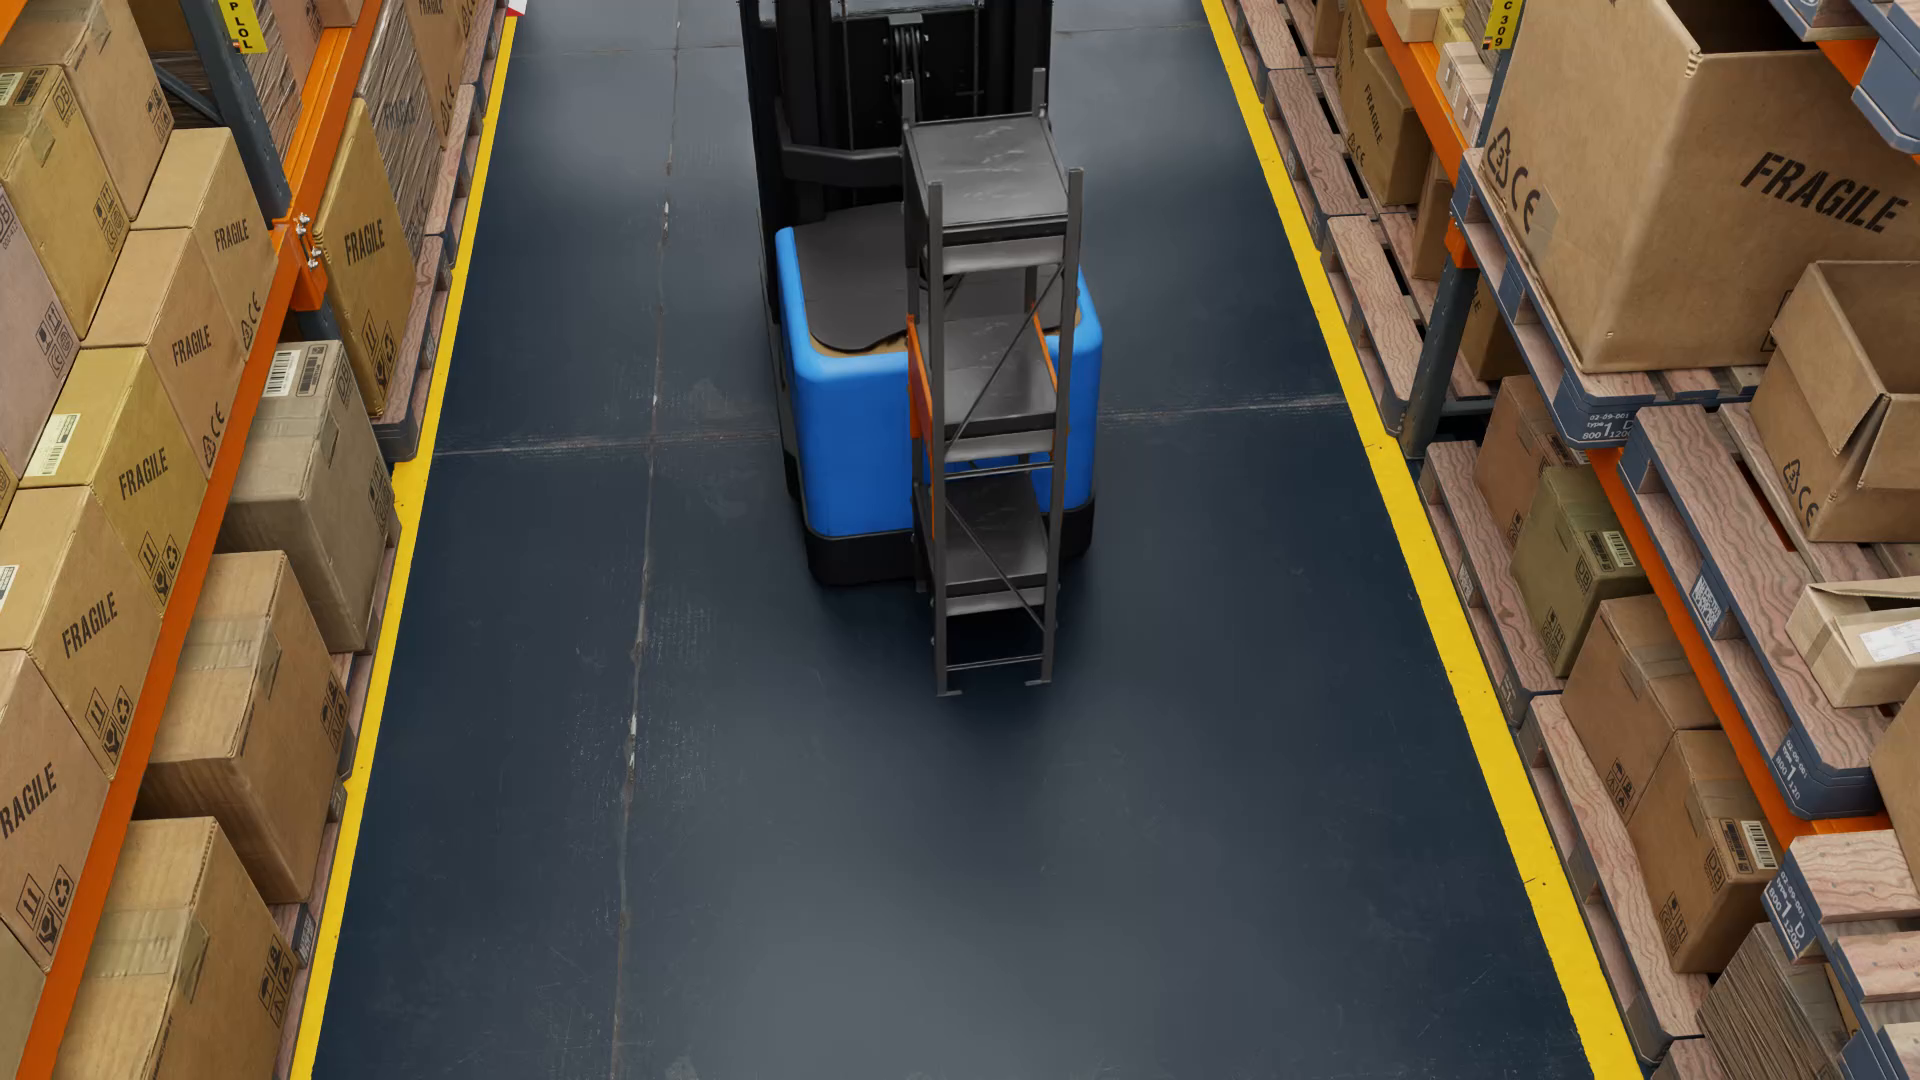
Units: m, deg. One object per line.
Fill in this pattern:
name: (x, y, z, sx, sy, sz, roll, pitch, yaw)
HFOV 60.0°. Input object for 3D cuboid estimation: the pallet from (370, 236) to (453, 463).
pallet: (-2.688, -0.784, 6.847, 1.003, 0.211, 1.213, -3, 47, -3)

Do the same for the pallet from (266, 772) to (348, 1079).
pallet: (-2.458, 1.209, 4.959, 1.003, 0.211, 1.213, -3, 47, -3)

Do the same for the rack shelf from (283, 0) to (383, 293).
rack shelf: (-2.870, -2.388, 6.941, 1.077, 0.370, 4.000, -3, 47, -3)

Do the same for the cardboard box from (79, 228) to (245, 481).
cardboard box: (-2.350, -0.495, 4.584, 0.500, 0.500, 0.500, -4, 47, -4)

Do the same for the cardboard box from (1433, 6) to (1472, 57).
cardboard box: (1.965, -1.834, 6.094, 0.380, 0.149, 0.250, -3, 47, -3)

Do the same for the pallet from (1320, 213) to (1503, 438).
pallet: (2.157, -0.941, 6.996, 1.003, 0.211, 1.213, -3, 47, -3)

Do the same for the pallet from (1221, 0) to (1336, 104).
pallet: (1.953, -2.707, 8.668, 1.003, 0.211, 1.213, -3, 47, -3)

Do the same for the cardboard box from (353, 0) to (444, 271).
cardboard box: (-2.765, -1.713, 6.981, 0.875, 0.875, 0.875, -3, 47, -3)

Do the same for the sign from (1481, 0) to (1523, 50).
sign: (1.708, -1.675, 5.175, 0.100, 0.325, 0.005, -3, 47, -3)

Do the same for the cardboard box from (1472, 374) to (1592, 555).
cardboard box: (2.278, -0.262, 5.851, 0.700, 0.500, 0.500, -7, 47, -6)

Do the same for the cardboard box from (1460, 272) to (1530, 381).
cardboard box: (2.255, -0.993, 6.557, 0.500, 0.500, 0.500, -5, 47, -5)

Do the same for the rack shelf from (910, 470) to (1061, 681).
rack shelf: (0.078, 0.110, 5.682, 0.431, 0.518, 0.480, -7, 47, -6)

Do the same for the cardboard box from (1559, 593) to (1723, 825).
cardboard box: (2.347, 0.489, 5.140, 0.700, 0.500, 0.500, -7, 47, -7)

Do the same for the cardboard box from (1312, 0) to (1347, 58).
cardboard box: (2.033, -2.712, 8.185, 0.500, 0.500, 0.500, 8, 47, 7)

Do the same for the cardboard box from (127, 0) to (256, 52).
cardboard box: (-2.699, -1.880, 5.117, 0.875, 0.550, 0.550, -3, 47, -3)

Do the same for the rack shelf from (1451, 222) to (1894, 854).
rack shelf: (2.416, 0.278, 4.416, 1.077, 0.370, 4.000, -3, 47, -3)

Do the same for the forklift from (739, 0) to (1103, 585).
forklift: (-0.261, -1.931, 6.060, 1.130, 2.935, 3.031, -7, 47, -6)

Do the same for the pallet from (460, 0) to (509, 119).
pallet: (-2.893, -2.549, 8.519, 1.003, 0.211, 1.213, -3, 47, -3)

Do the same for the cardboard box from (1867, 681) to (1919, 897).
cardboard box: (2.352, 0.513, 3.340, 0.700, 0.500, 0.500, 3, 47, 3)

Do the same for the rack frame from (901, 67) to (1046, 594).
rack frame: (0.038, -0.555, 5.330, 0.400, 2.100, 0.015, -7, 47, -6)

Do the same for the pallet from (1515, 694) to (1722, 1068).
pallet: (2.420, 0.991, 5.167, 1.003, 0.211, 1.213, -3, 47, -3)

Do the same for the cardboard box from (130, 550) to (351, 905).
cardboard box: (-2.484, 0.583, 4.892, 1.050, 0.750, 0.750, -3, 47, -3)

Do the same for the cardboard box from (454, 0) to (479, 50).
cardboard box: (-2.915, -3.009, 8.208, 0.875, 0.875, 0.875, -3, 47, -3)

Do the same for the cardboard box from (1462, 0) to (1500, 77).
cardboard box: (2.272, -1.882, 5.693, 0.875, 0.500, 0.500, -3, 47, -3)

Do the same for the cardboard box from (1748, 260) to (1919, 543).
cardboard box: (2.485, -0.348, 4.153, 0.797, 0.503, 0.637, 1, 47, 1)

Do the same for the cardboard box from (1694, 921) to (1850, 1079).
cardboard box: (2.448, 1.302, 4.370, 0.700, 0.500, 0.500, -7, 47, -7)

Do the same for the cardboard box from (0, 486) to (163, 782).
cardboard box: (-2.263, 0.237, 3.890, 0.500, 0.500, 0.500, -4, 47, -4)

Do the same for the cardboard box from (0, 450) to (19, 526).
cardboard box: (-2.527, -0.104, 3.525, 0.700, 0.500, 0.500, -4, 47, -4)

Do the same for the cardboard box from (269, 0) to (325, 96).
cardboard box: (-2.814, -1.902, 5.882, 0.875, 0.550, 0.550, -3, 47, -3)

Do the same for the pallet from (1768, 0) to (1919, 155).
pallet: (2.284, -1.180, 3.365, 1.213, 0.211, 1.003, -3, 47, -3)

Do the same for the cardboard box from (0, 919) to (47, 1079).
cardboard box: (-2.182, 0.963, 3.203, 0.500, 0.500, 0.500, -4, 47, -4)

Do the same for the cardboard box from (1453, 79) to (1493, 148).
cardboard box: (1.937, -1.468, 5.747, 0.380, 0.149, 0.250, -3, 47, -3)

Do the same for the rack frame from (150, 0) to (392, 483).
rack frame: (-2.703, -1.188, 5.309, 1.000, 3.000, 0.127, -3, 47, -3)

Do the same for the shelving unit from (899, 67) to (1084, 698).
shelving unit: (0.078, -0.380, 5.164, 0.431, 2.100, 0.503, -7, 47, -6)

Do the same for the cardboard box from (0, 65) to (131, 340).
cardboard box: (-2.610, -0.835, 4.218, 0.700, 0.500, 0.500, -4, 47, -4)

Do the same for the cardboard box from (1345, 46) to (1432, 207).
cardboard box: (2.069, -1.851, 7.370, 0.500, 0.500, 0.500, -7, 47, -7)

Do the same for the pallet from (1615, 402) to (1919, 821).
pallet: (2.377, 0.114, 4.208, 1.003, 0.211, 1.213, -3, 47, -3)
